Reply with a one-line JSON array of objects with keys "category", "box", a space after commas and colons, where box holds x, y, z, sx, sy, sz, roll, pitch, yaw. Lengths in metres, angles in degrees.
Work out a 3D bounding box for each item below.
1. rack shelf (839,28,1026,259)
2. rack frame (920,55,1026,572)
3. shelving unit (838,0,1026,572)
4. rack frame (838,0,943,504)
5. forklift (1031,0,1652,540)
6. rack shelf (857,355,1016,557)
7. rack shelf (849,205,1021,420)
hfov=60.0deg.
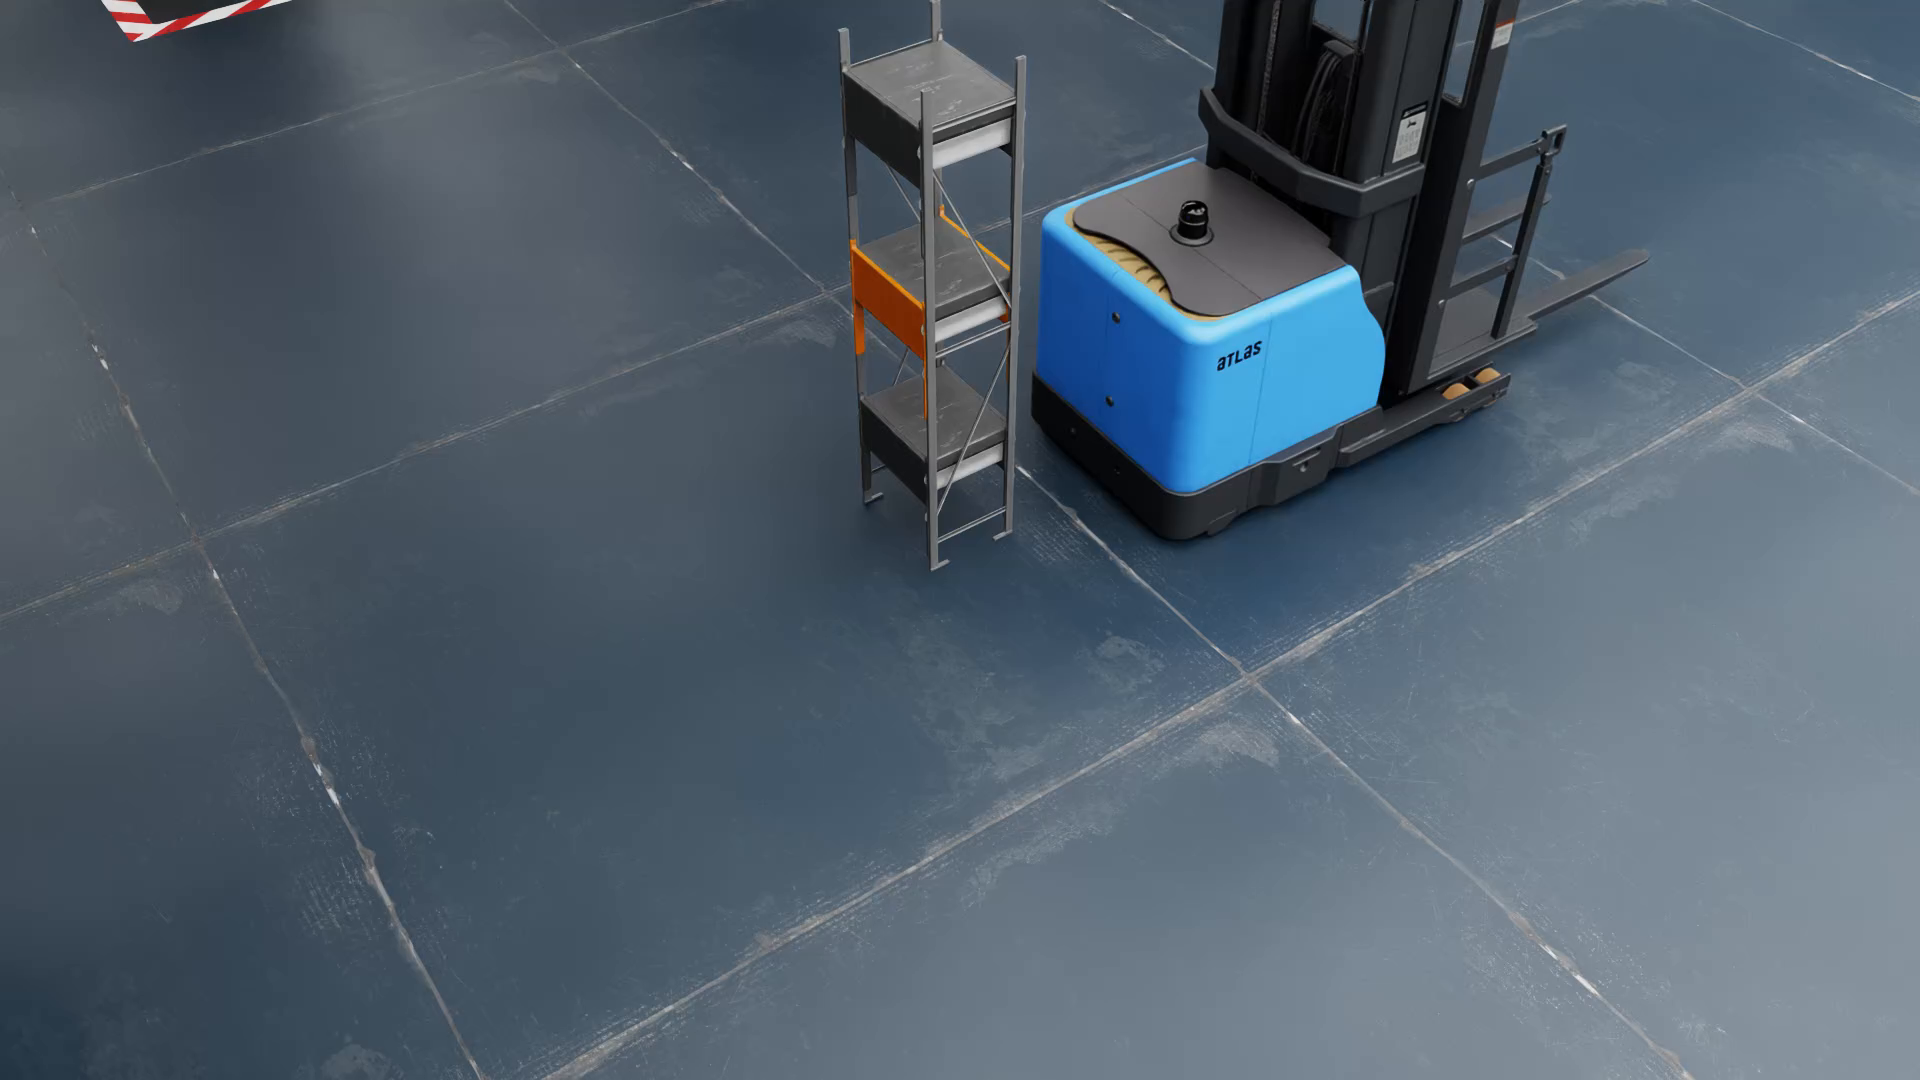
[{"category": "rack shelf", "box": [-0.095, -1.350, 5.649, 0.431, 0.518, 0.480, -26, 49, -24]}, {"category": "rack frame", "box": [0.045, -0.715, 5.978, 0.400, 2.100, 0.015, -26, 49, -24]}, {"category": "shelving unit", "box": [-0.095, -0.853, 6.123, 0.431, 2.100, 0.503, -26, 49, -24]}, {"category": "rack frame", "box": [-0.234, -0.991, 6.268, 0.400, 2.100, 0.015, -26, 49, -24]}, {"category": "forklift", "box": [1.818, -1.860, 6.575, 3.031, 2.935, 1.130, -25, 49, -24]}, {"category": "rack shelf", "box": [-0.095, -0.337, 6.616, 0.431, 0.518, 0.480, -26, 49, -24]}, {"category": "rack shelf", "box": [-0.095, -0.843, 6.133, 0.431, 0.518, 0.480, -26, 49, -24]}]
